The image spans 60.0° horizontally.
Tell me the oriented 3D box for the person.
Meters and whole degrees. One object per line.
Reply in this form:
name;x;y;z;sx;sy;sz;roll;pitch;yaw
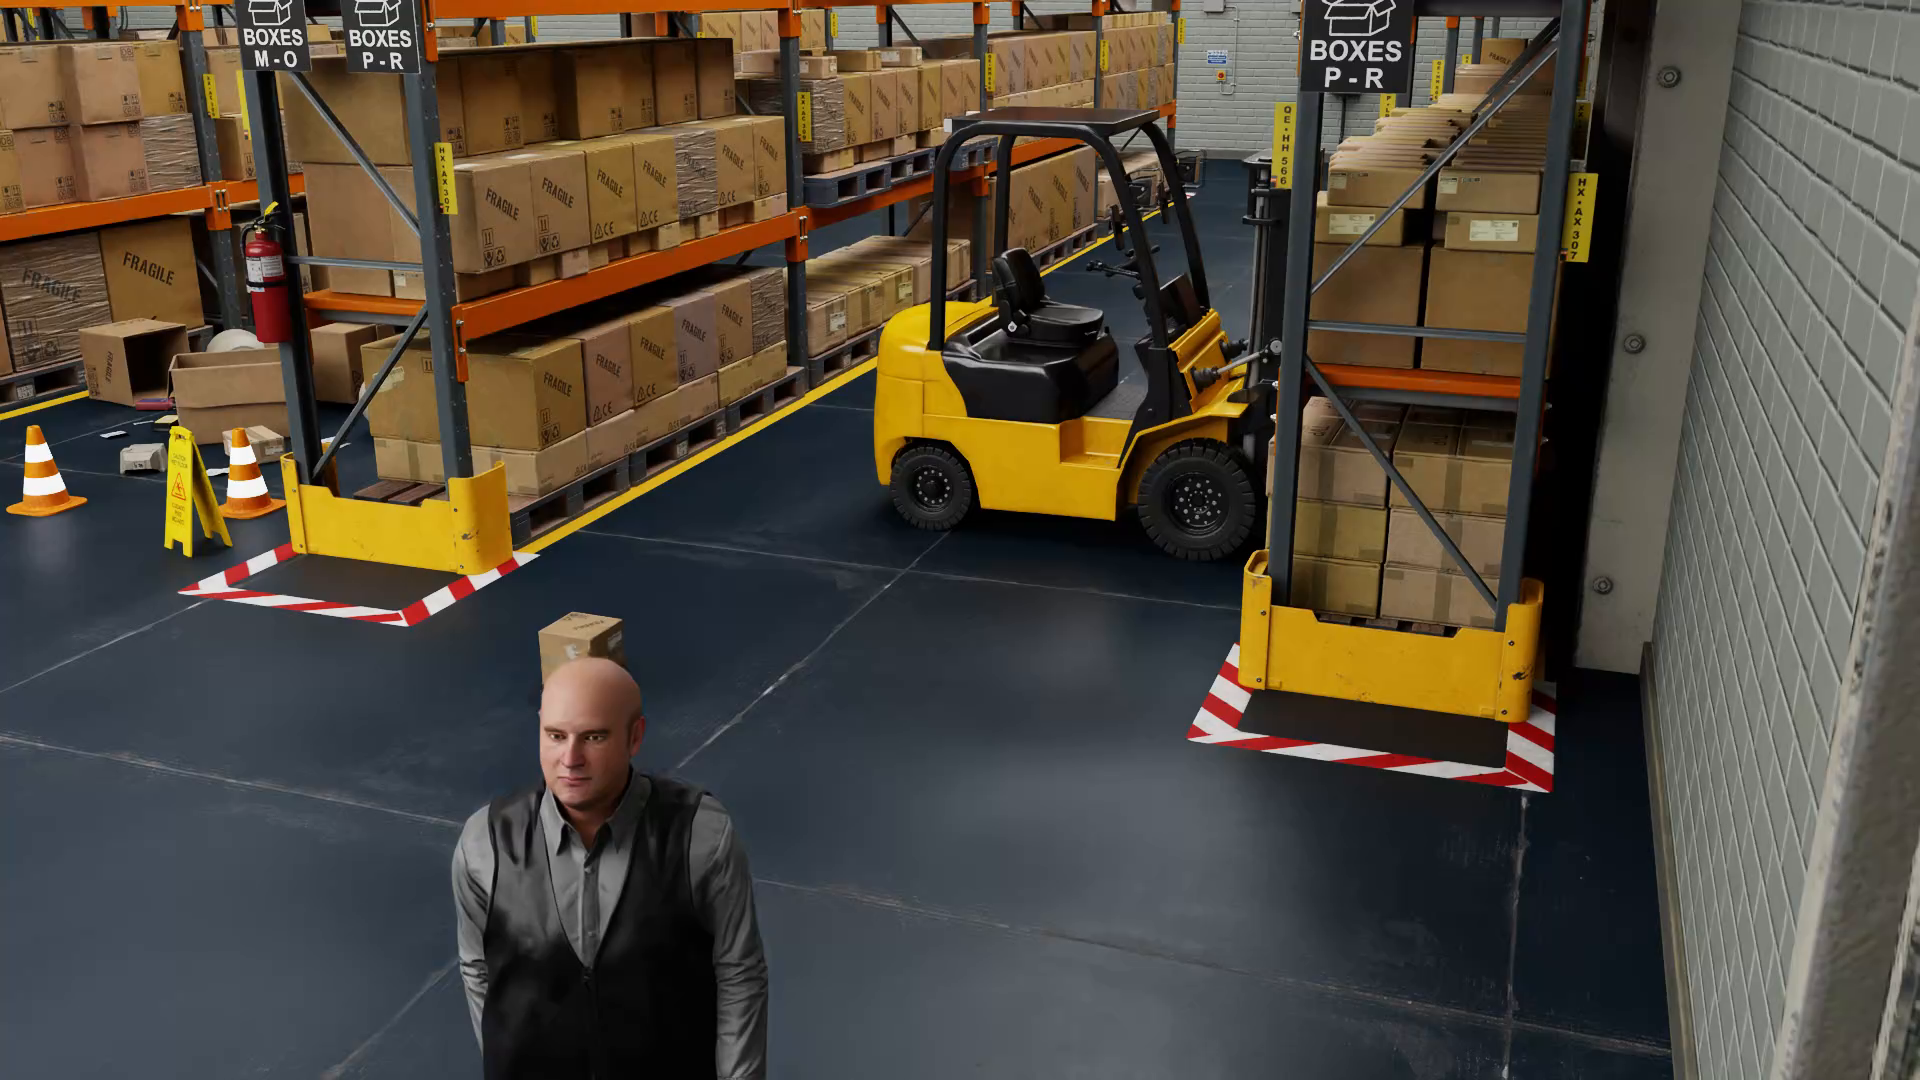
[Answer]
person;-0.600;1.062;2.925;0.549;1.725;0.828;-3;19;-7
